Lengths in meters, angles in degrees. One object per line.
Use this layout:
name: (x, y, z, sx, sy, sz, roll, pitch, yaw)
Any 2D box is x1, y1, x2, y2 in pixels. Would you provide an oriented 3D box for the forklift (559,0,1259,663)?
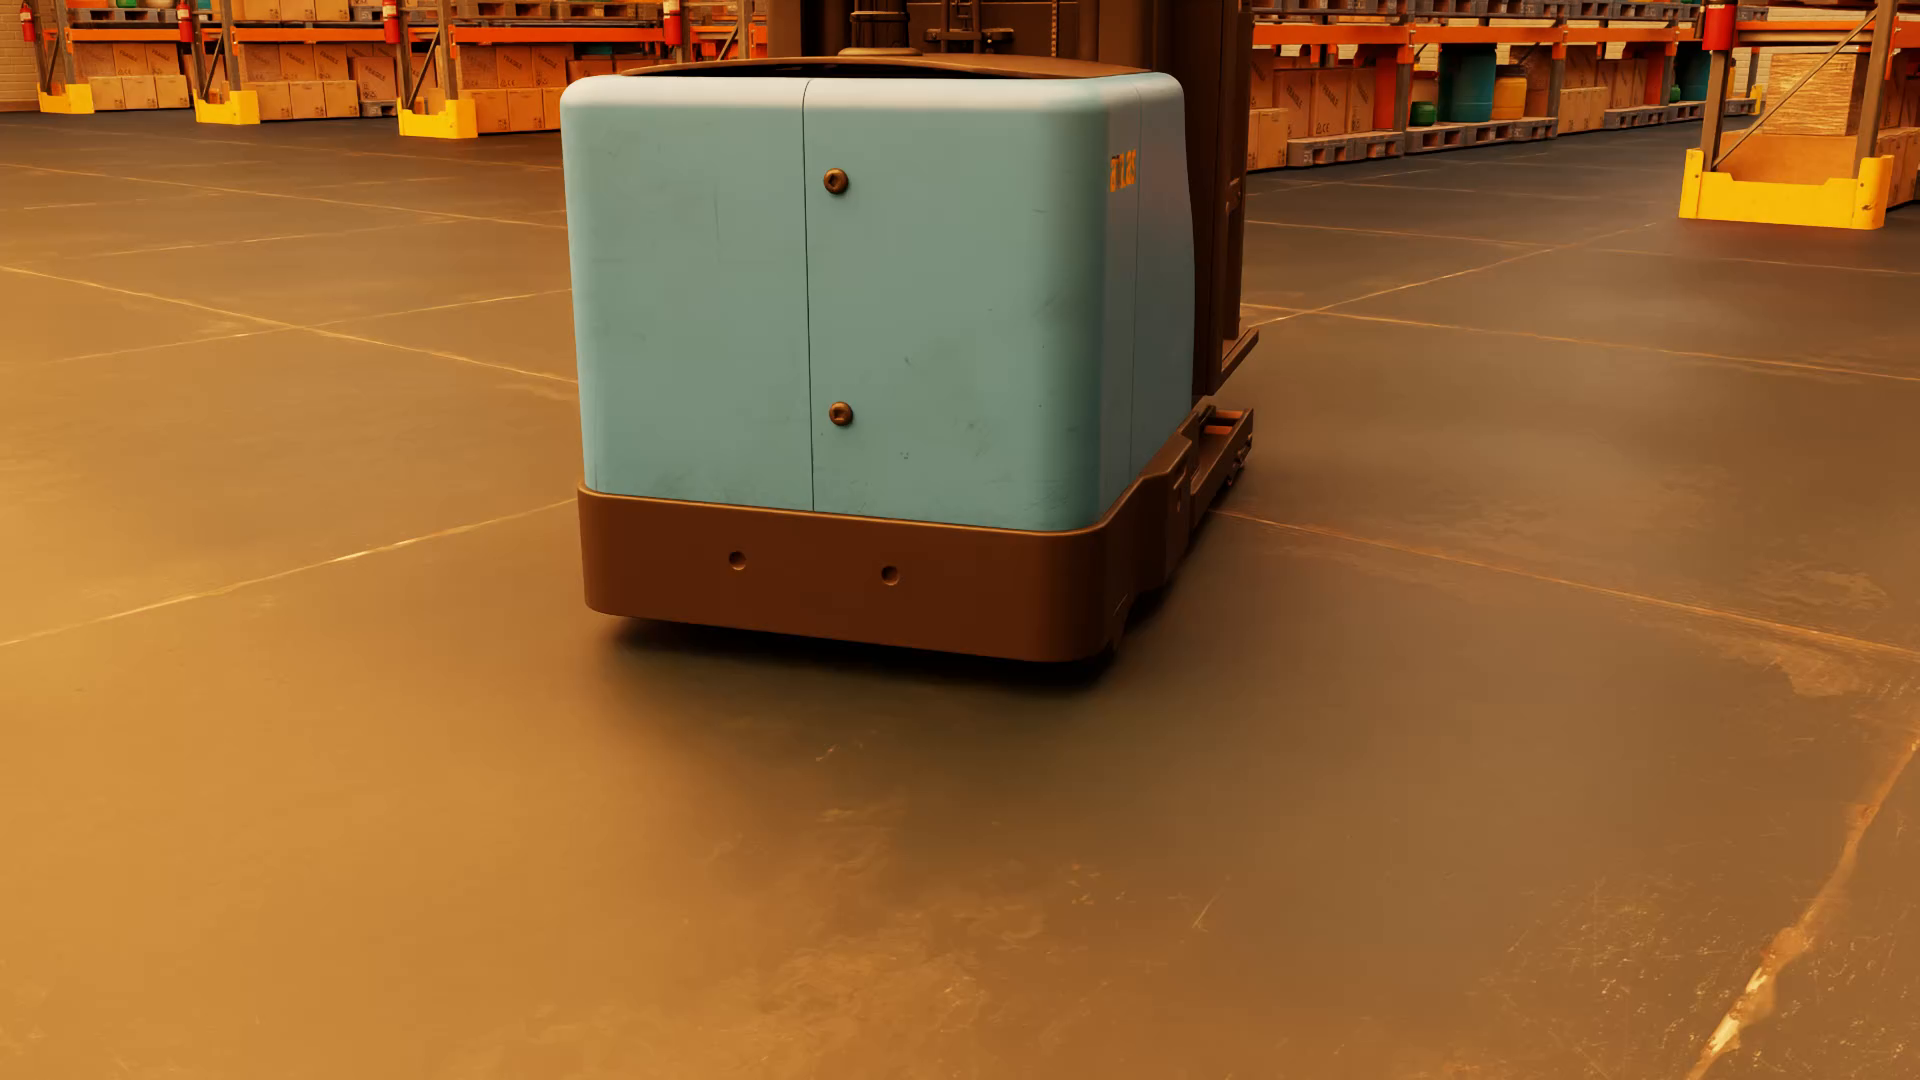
forklift: (0.182, -1.571, 4.072, 1.130, 2.935, 3.031, 5, 18, 17)
